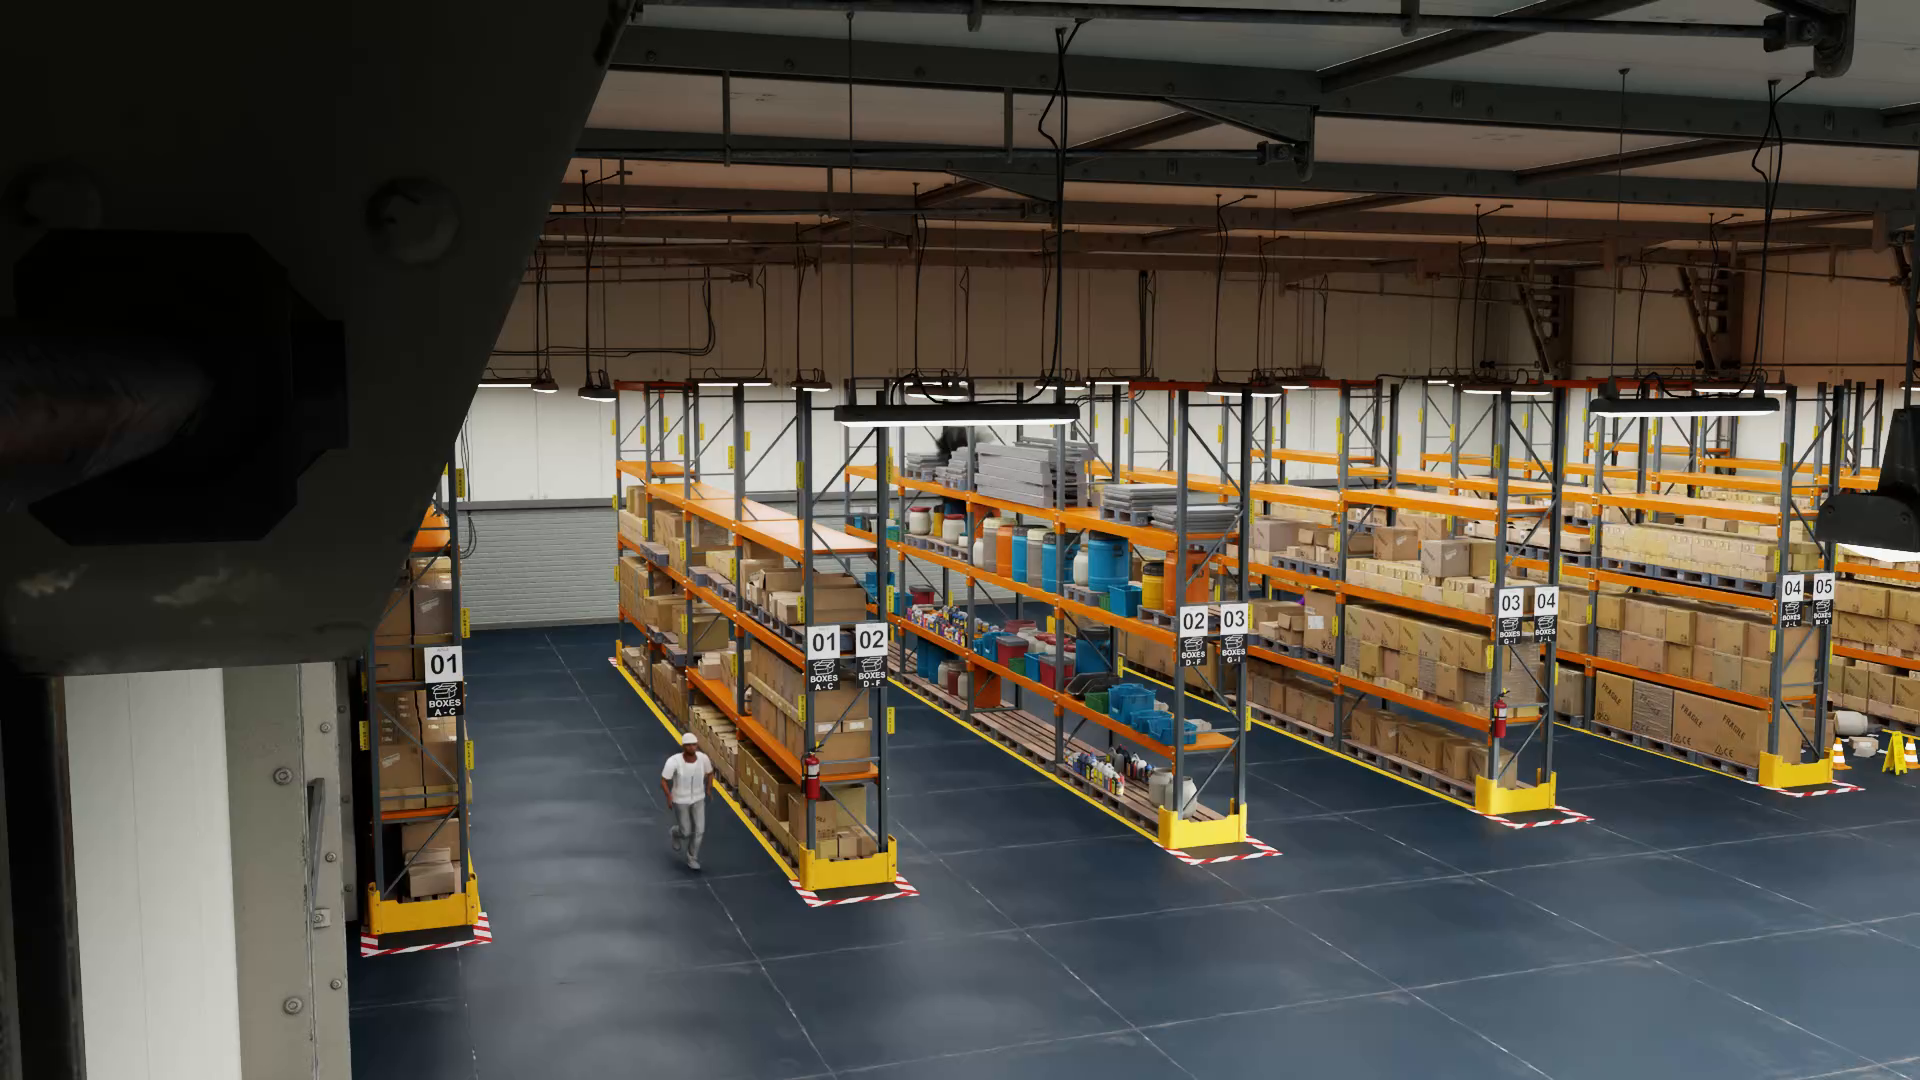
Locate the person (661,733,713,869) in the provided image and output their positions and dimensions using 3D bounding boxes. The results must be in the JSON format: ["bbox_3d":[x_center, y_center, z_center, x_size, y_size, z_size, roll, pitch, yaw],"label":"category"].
[{"bbox_3d":[-3.448,3.261,21.039,0.689,1.716,0.653,-3,7,-26],"label":"person"}]

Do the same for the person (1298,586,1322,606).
[{"bbox_3d":[7.500,1.770,34.960,0.673,1.774,0.704,-3,7,-27],"label":"person"}]
